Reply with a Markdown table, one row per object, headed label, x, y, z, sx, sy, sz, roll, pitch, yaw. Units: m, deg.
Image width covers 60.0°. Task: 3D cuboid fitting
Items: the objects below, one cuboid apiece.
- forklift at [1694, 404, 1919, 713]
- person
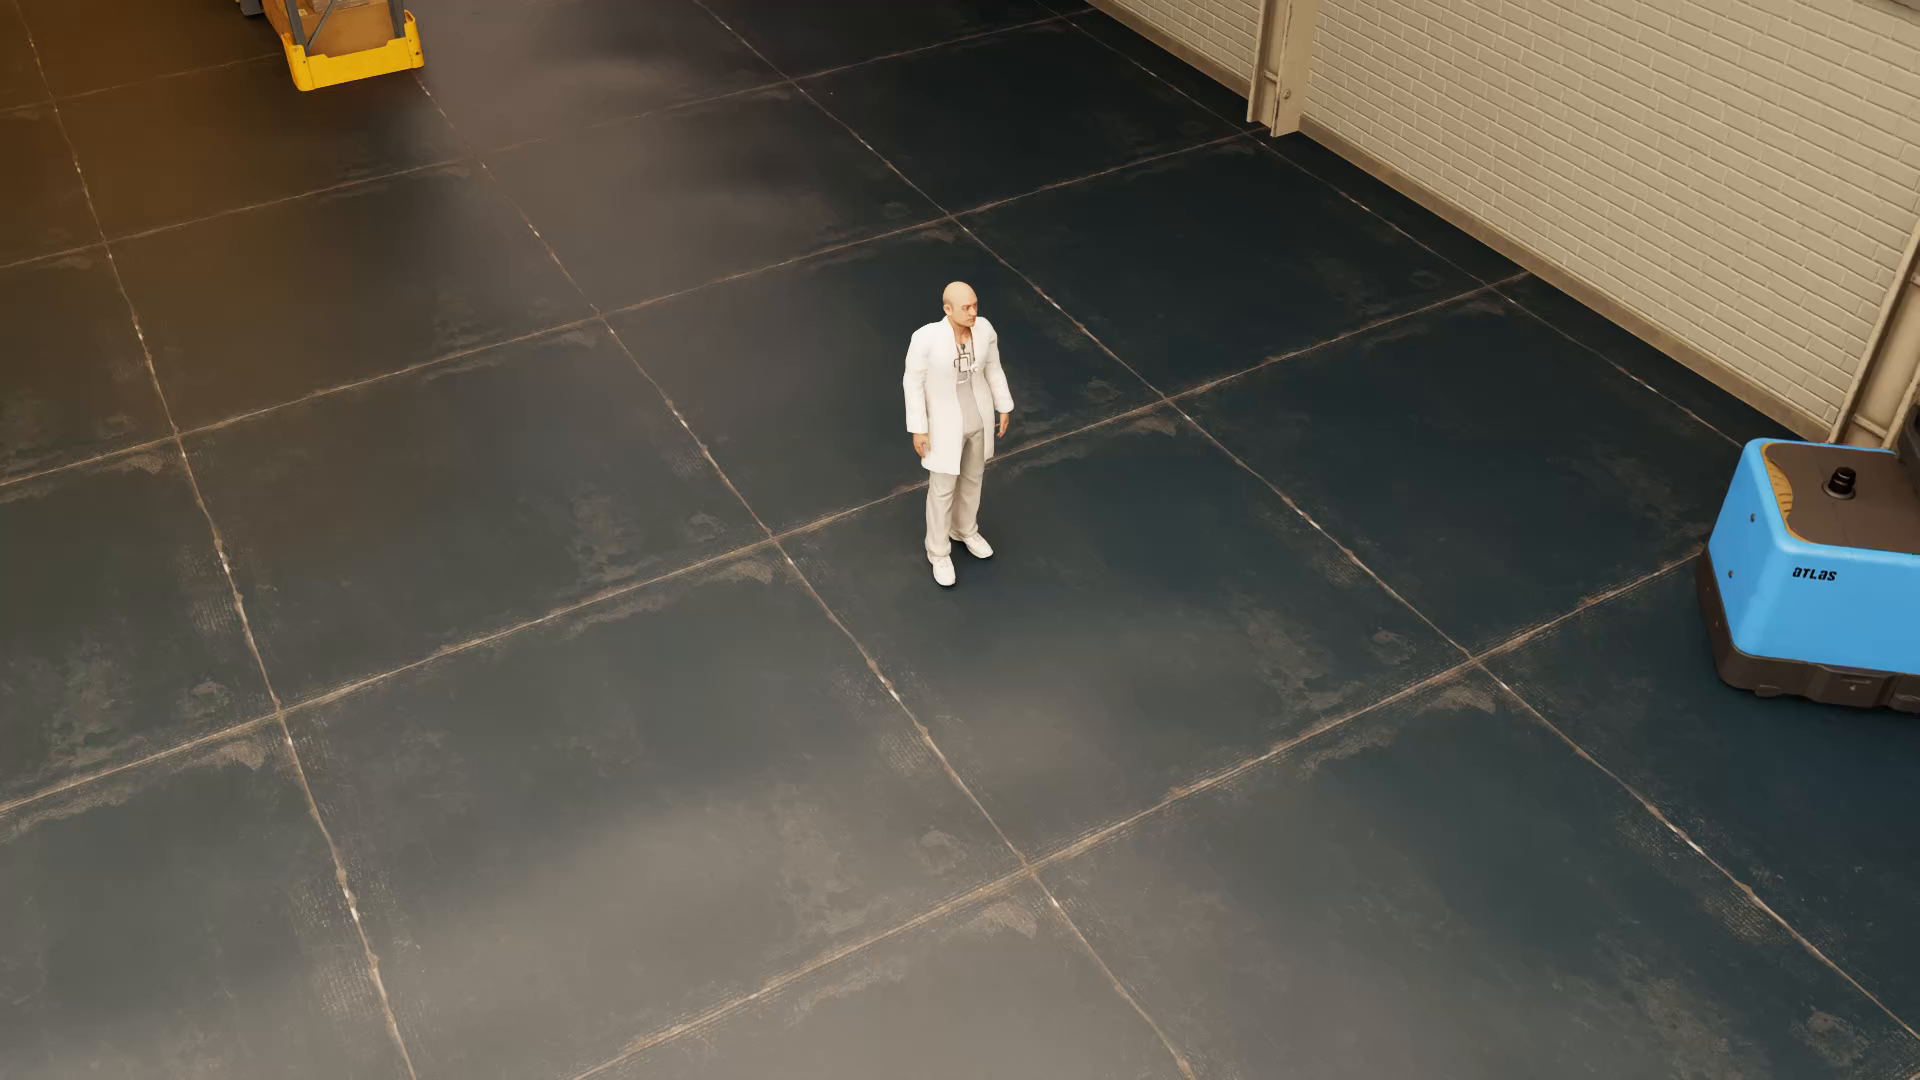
| label | x | y | z | sx | sy | sz | roll | pitch | yaw |
| --- | --- | --- | --- | --- | --- | --- | --- | --- | --- |
| forklift | 5.814 | -0.420 | 8.542 | 3.031 | 2.935 | 1.130 | 6 | 40 | 8 |
| person | 0.043 | -0.638 | 9.697 | 0.698 | 1.778 | 0.578 | -20 | 44 | -23 |
